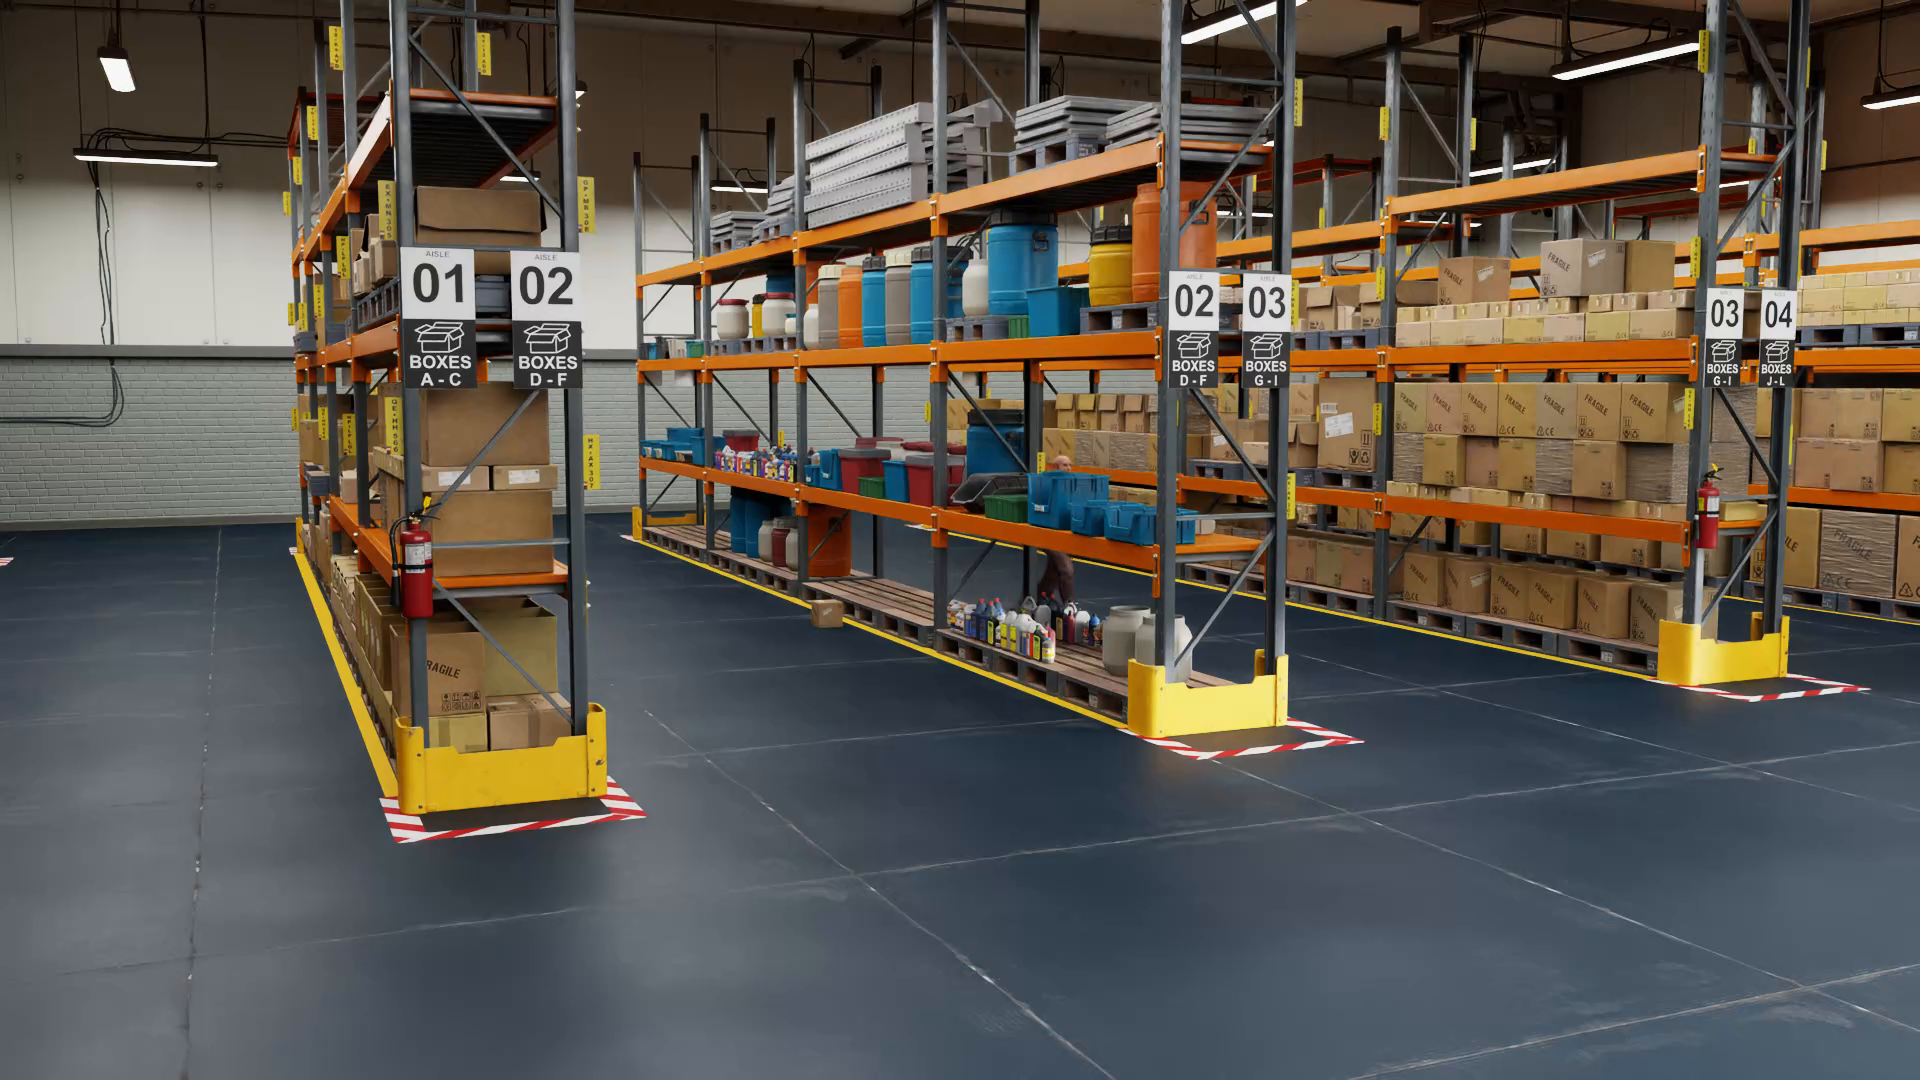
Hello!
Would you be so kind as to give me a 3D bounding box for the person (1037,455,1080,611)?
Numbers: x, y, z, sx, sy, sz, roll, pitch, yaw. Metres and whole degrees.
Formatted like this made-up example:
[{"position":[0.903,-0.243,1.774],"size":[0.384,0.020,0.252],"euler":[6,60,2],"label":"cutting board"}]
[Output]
[{"position":[1.039,0.020,16.745],"size":[0.832,1.745,0.567],"euler":[4,7,39],"label":"person"}]
